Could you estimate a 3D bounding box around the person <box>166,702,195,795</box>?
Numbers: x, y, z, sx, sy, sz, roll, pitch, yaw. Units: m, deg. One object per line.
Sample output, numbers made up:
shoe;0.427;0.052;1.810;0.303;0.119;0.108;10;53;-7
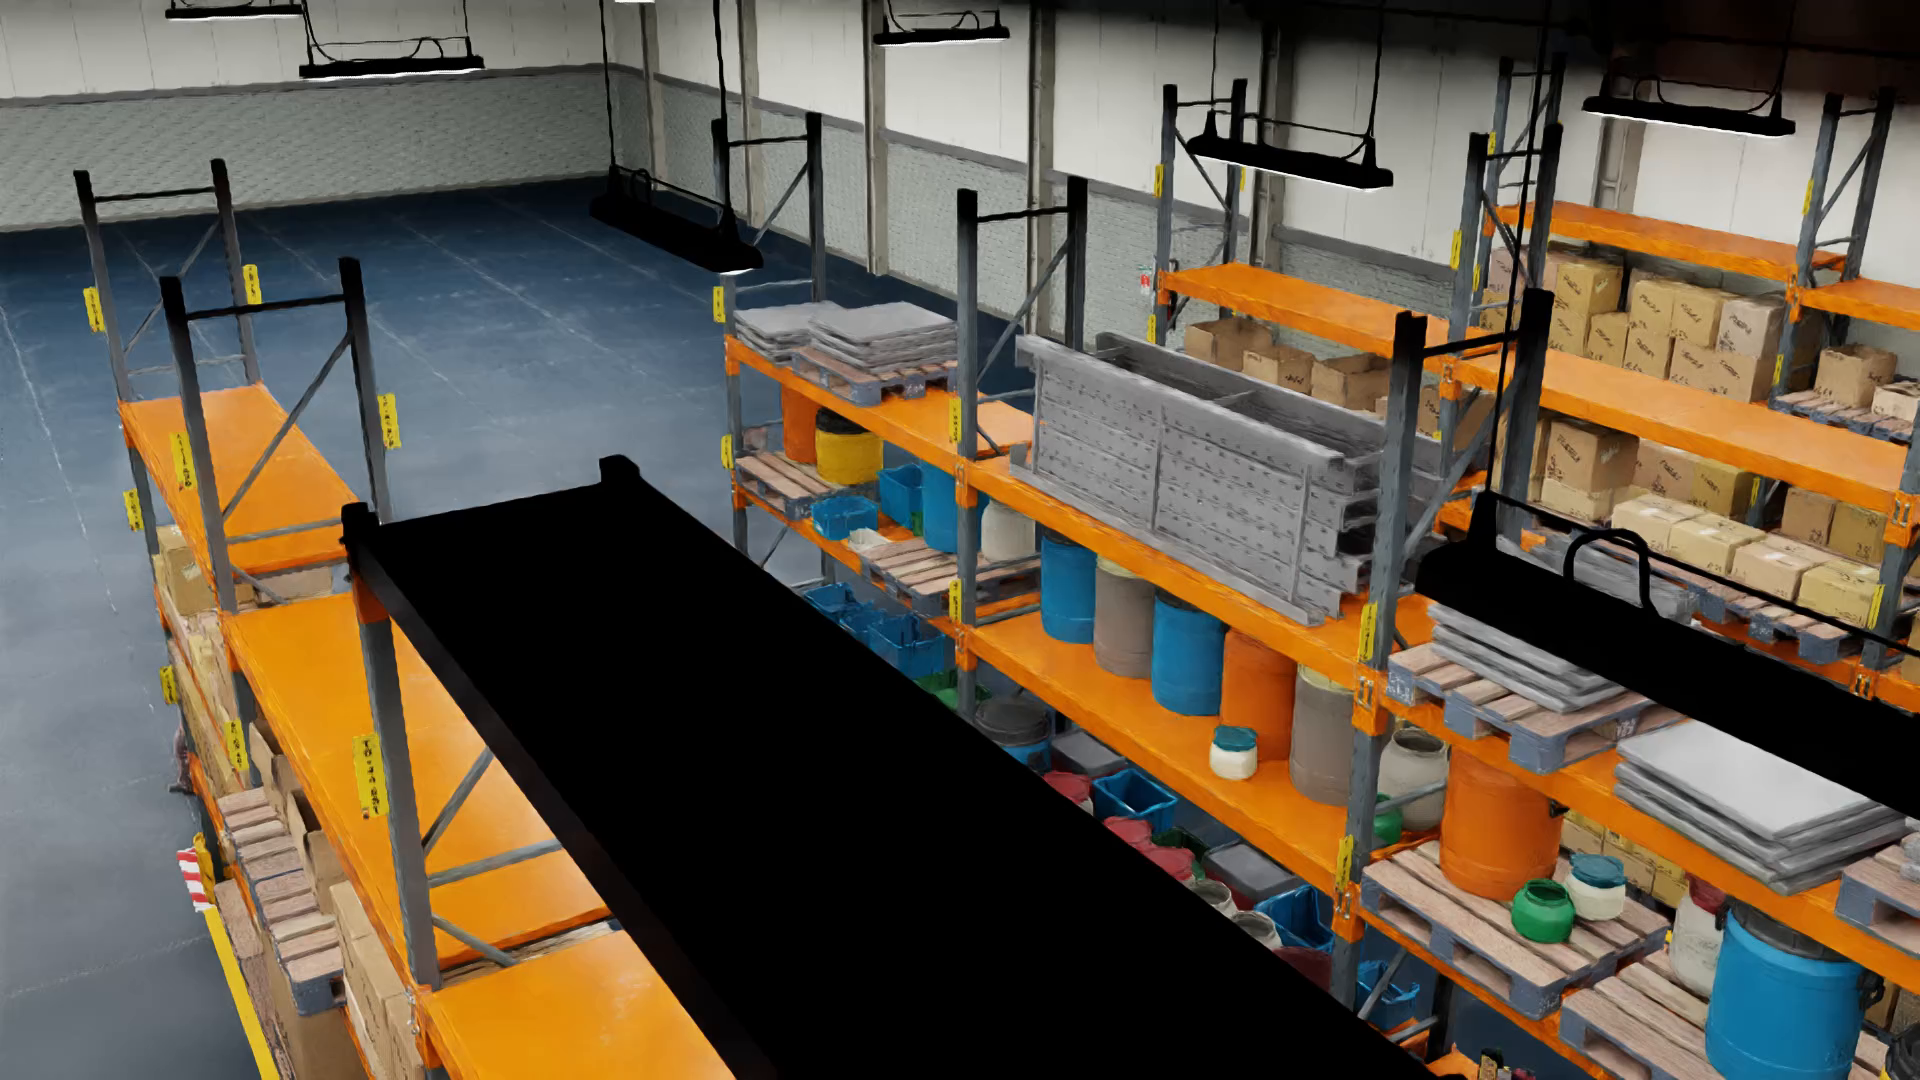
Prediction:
person;-6.899;1.573;15.224;0.780;1.666;0.676;16;27;34
